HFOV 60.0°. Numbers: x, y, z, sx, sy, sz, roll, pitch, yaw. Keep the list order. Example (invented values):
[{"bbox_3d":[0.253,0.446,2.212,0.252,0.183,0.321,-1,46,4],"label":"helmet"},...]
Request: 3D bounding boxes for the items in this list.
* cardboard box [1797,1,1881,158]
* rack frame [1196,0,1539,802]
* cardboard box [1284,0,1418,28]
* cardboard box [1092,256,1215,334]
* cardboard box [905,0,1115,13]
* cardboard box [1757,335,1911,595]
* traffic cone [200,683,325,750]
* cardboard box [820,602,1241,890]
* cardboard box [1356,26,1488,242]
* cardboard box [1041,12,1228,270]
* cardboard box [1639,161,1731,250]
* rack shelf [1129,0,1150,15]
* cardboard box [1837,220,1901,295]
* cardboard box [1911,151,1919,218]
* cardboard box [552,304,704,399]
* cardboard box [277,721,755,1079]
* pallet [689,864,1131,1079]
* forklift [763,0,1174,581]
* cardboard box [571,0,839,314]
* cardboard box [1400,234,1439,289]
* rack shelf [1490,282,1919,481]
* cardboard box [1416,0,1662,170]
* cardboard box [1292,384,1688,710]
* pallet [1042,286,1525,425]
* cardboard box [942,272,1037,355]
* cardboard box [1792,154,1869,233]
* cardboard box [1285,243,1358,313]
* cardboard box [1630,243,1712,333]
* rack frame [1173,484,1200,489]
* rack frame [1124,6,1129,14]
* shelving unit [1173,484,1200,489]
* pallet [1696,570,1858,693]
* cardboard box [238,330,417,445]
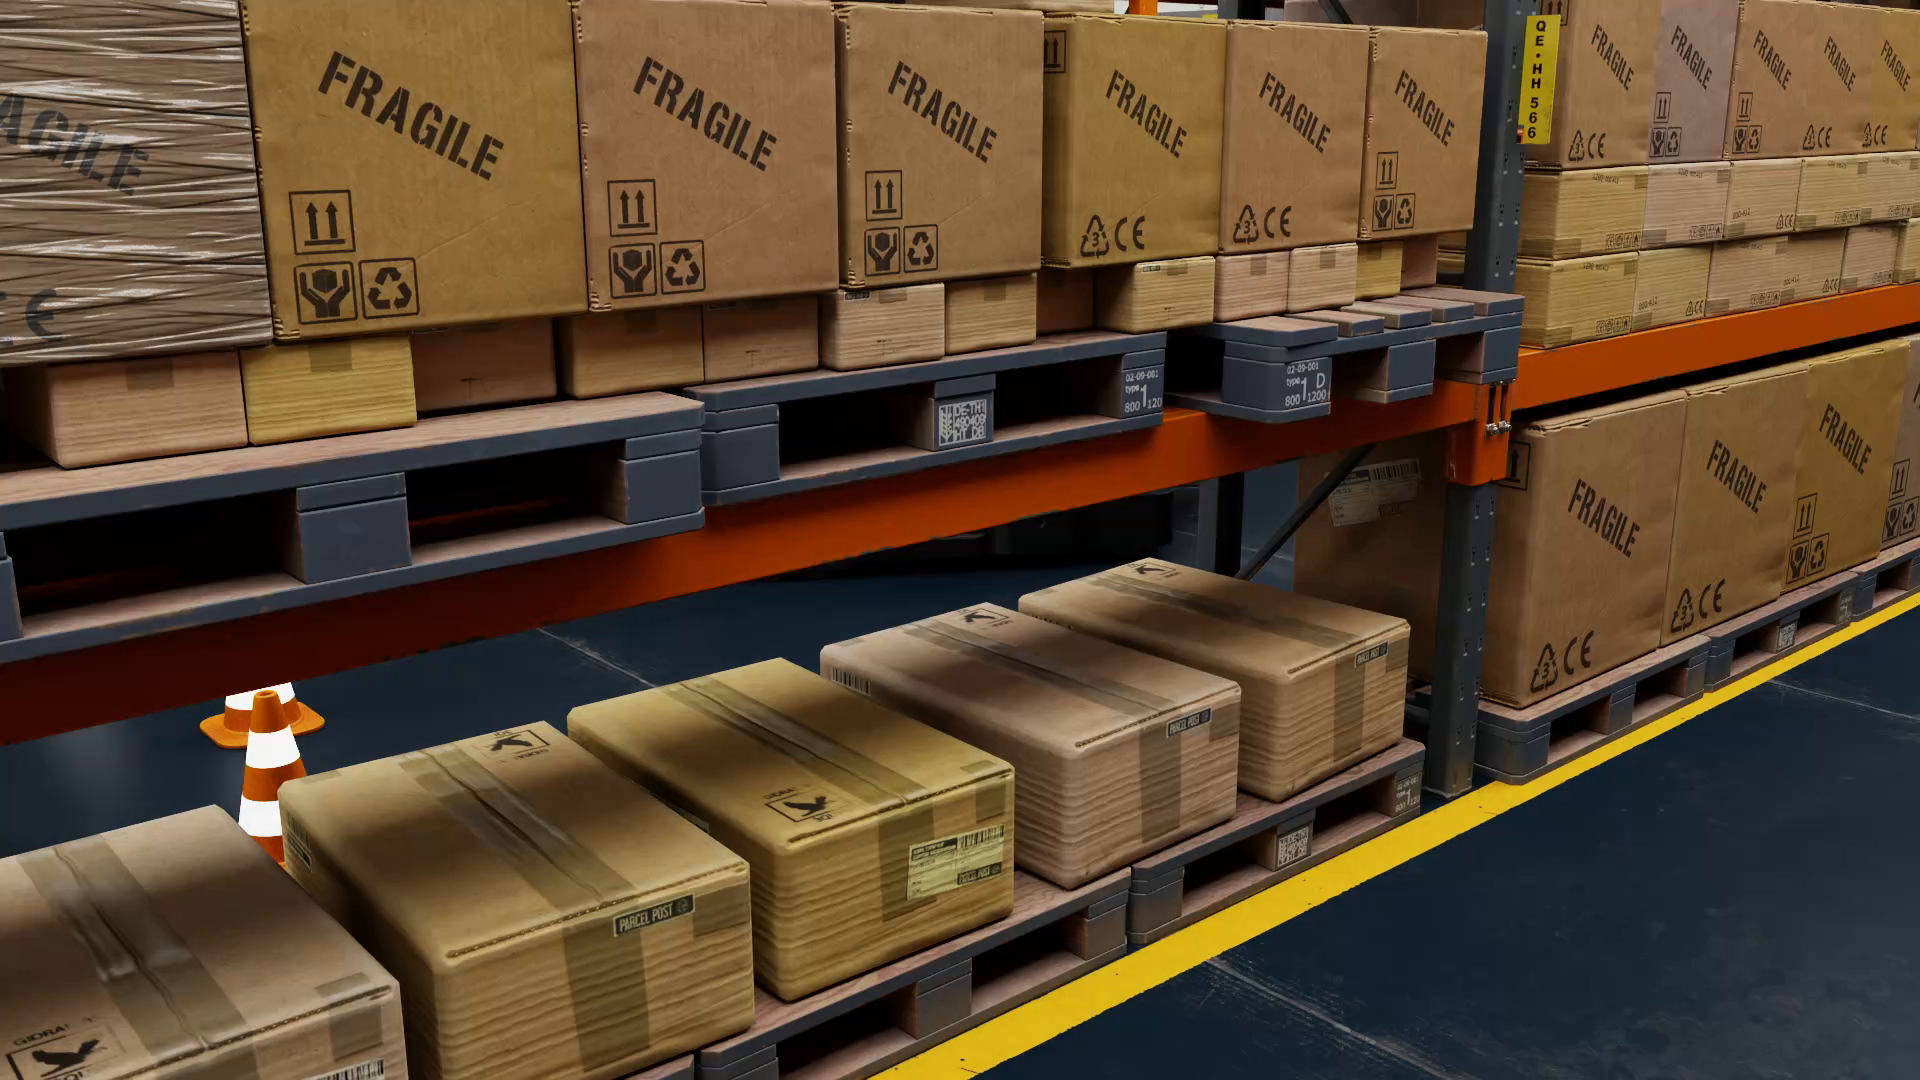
[{"bbox_3d":[2.833,-1.611,5.838,0.500,0.500,0.500,-12,19,-38],"label":"cardboard box"},{"bbox_3d":[1.150,-0.788,4.889,0.127,3.000,1.000,-13,19,-39],"label":"rack frame"},{"bbox_3d":[1.368,-1.458,5.266,0.500,0.500,0.500,-13,20,-41],"label":"cardboard box"},{"bbox_3d":[0.348,-0.567,3.734,0.250,0.149,0.380,-12,19,-38],"label":"cardboard box"},{"bbox_3d":[0.101,-1.165,3.457,0.250,0.149,0.380,-14,20,-42],"label":"cardboard box"},{"bbox_3d":[3.076,-0.367,6.616,0.875,0.875,0.875,-12,19,-38],"label":"cardboard box"},{"bbox_3d":[-2.289,0.388,5.399,0.334,0.463,0.336,-13,19,-39],"label":"traffic cone"},{"bbox_3d":[0.165,0.499,4.349,0.625,0.372,0.950,-13,20,-40],"label":"cardboard box"},{"bbox_3d":[0.989,-1.052,4.293,0.500,0.500,0.500,-13,20,-41],"label":"cardboard box"},{"bbox_3d":[0.226,-0.877,3.636,0.500,0.500,0.500,-14,21,-43],"label":"cardboard box"},{"bbox_3d":[2.085,-1.083,5.312,0.500,0.250,0.500,-12,19,-38],"label":"cardboard box"},{"bbox_3d":[-0.667,-3.175,9.407,4.000,0.370,1.077,-13,19,-39],"label":"rack shelf"},{"bbox_3d":[3.216,-1.101,6.349,0.500,0.250,0.500,-13,20,-41],"label":"cardboard box"},{"bbox_3d":[3.622,-1.427,6.601,0.500,0.250,0.500,-12,19,-38],"label":"cardboard box"},{"bbox_3d":[-0.664,-0.363,2.971,0.250,0.149,0.380,-12,19,-39],"label":"cardboard box"},{"bbox_3d":[-0.934,0.744,3.430,0.625,0.372,0.950,-11,19,-36],"label":"cardboard box"},{"bbox_3d":[-0.361,0.897,3.985,1.213,0.211,1.003,-13,19,-39],"label":"pallet"},{"bbox_3d":[-0.613,-1.389,7.269,3.031,2.935,1.130,-3,15,-10],"label":"forklift"},{"bbox_3d":[-0.567,-0.695,2.957,0.500,0.500,0.500,-13,20,-40],"label":"cardboard box"},{"bbox_3d":[1.057,-0.769,4.488,0.250,0.149,0.380,-12,19,-37],"label":"cardboard box"},{"bbox_3d":[2.658,-0.780,6.250,4.000,0.370,1.077,-13,19,-39],"label":"rack shelf"},{"bbox_3d":[1.682,-1.356,4.882,0.500,0.500,0.500,-14,20,-41],"label":"cardboard box"},{"bbox_3d":[1.725,-0.066,5.486,0.875,0.875,0.875,-13,20,-40],"label":"cardboard box"},{"bbox_3d":[0.682,-0.554,4.384,1.003,0.211,1.213,-13,19,-39],"label":"pallet"},{"bbox_3d":[-0.060,-0.491,3.447,0.250,0.149,0.380,-13,20,-41],"label":"cardboard box"},{"bbox_3d":[2.860,-1.248,5.931,0.500,0.250,0.500,-12,19,-38],"label":"cardboard box"},{"bbox_3d":[0.741,-0.658,4.073,0.250,0.149,0.380,-13,20,-40],"label":"cardboard box"},{"bbox_3d":[2.060,-0.840,5.374,0.500,0.250,0.500,-13,20,-41],"label":"cardboard box"},{"bbox_3d":[1.103,-1.141,7.925,0.400,2.100,0.015,2,15,5],"label":"rack frame"},{"bbox_3d":[0.842,-2.413,10.969,0.127,3.000,1.000,-13,19,-39],"label":"rack frame"},{"bbox_3d":[1.127,-1.202,8.160,0.431,2.100,0.503,2,15,5],"label":"shelving unit"},{"bbox_3d":[2.714,0.234,6.464,1.213,0.211,1.003,-13,19,-39],"label":"pallet"},{"bbox_3d":[-1.049,-0.265,2.603,0.250,0.149,0.380,-12,19,-38],"label":"cardboard box"}]
